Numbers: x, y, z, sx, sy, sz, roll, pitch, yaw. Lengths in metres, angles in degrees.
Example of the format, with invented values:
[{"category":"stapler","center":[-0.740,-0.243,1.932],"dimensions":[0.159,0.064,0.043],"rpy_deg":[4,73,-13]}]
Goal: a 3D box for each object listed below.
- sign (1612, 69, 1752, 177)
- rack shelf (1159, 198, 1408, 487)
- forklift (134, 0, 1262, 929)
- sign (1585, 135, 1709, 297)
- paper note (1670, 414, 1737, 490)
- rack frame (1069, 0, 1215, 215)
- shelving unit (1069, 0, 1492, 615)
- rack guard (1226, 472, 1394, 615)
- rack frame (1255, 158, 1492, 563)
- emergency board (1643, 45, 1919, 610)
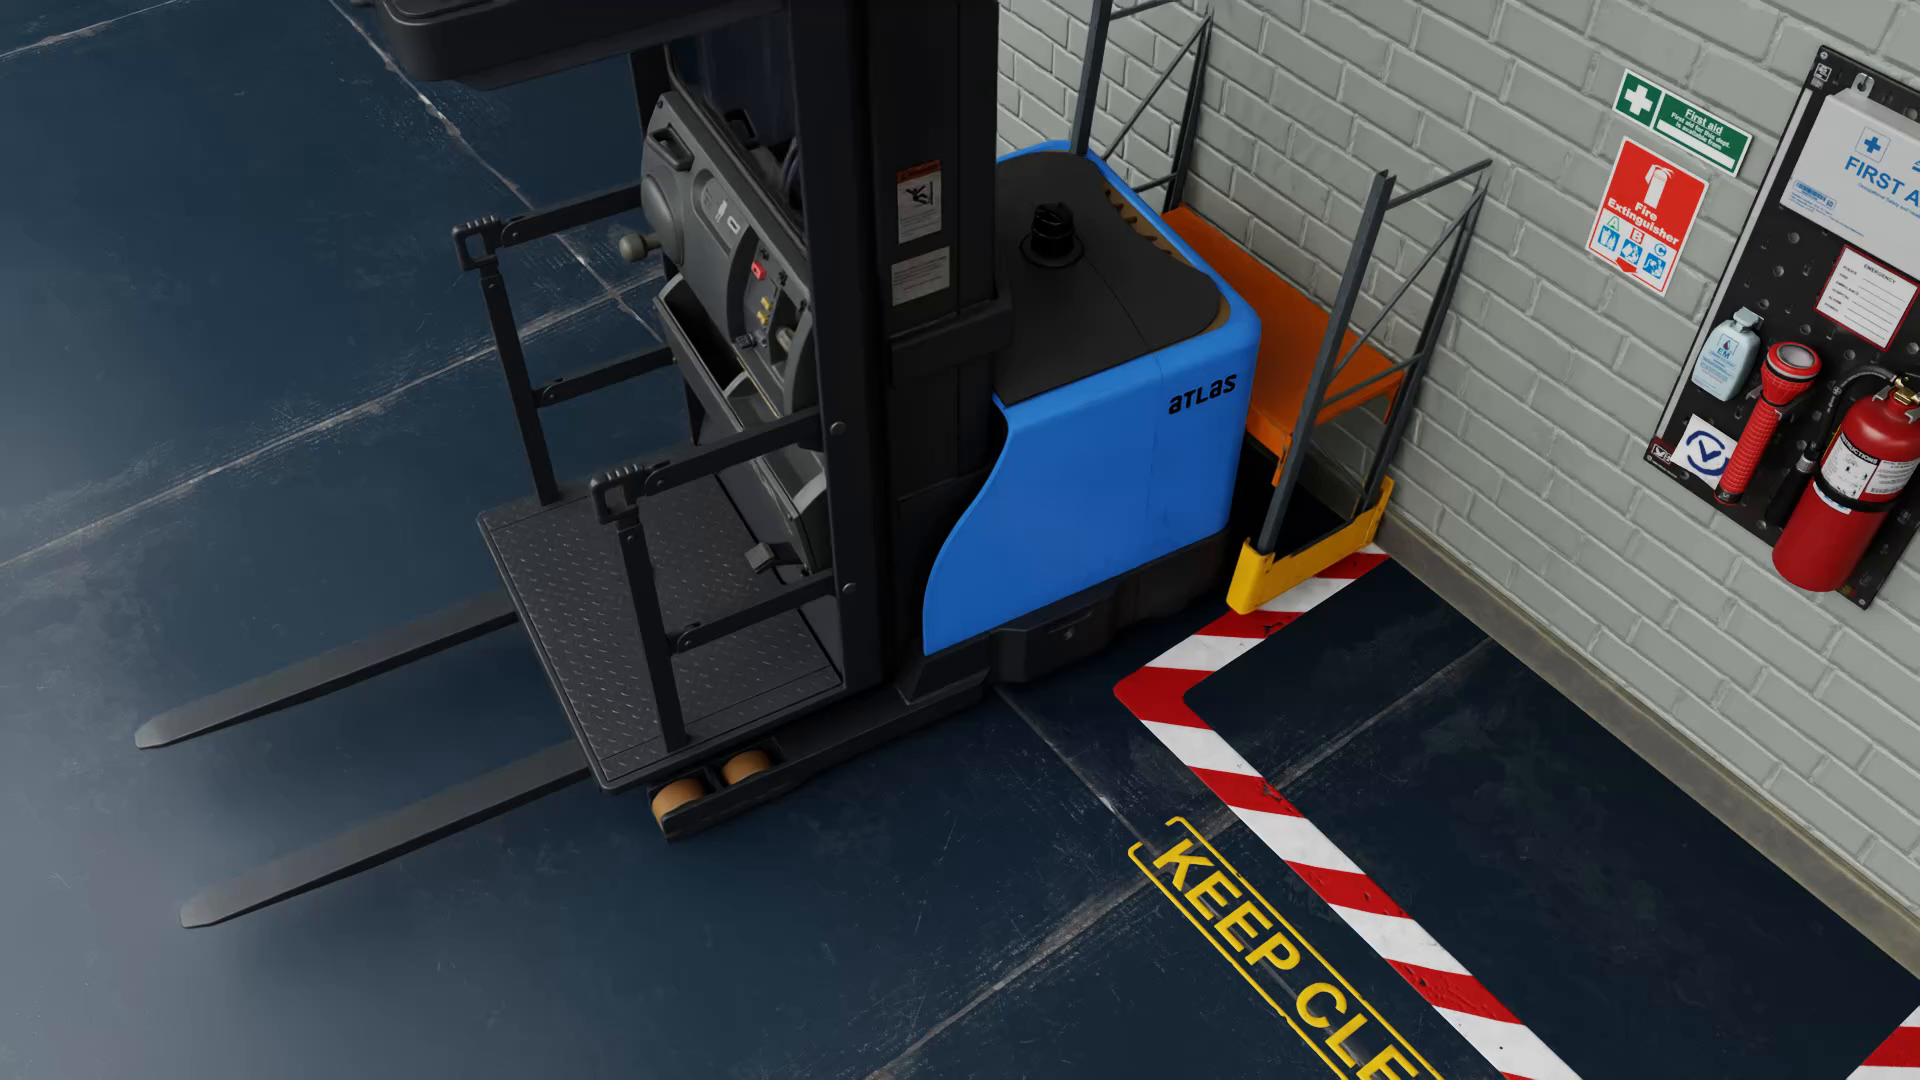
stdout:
[{"category":"sign","center":[1.594,-0.925,3.682],"dimensions":[0.001,0.109,0.331],"rpy_deg":[-29,54,-24]},{"category":"rack shelf","center":[0.790,-0.614,4.944],"dimensions":[0.538,0.185,1.000],"rpy_deg":[-26,54,-28]},{"category":"forklift","center":[-0.735,-0.631,3.844],"dimensions":[3.031,2.935,1.130],"rpy_deg":[-22,51,-19]},{"category":"sign","center":[1.598,-0.753,3.884],"dimensions":[0.001,0.329,0.234],"rpy_deg":[-29,54,-24]},{"category":"paper note","center":[1.799,-0.209,4.009],"dimensions":[0.016,0.148,0.142],"rpy_deg":[-29,54,-24]},{"category":"rack frame","center":[0.499,-1.049,5.076],"dimensions":[0.500,1.500,0.032],"rpy_deg":[-26,54,-28]},{"category":"shelving unit","center":[0.812,-0.733,4.811],"dimensions":[0.587,1.500,1.083],"rpy_deg":[-26,54,-28]},{"category":"rack guard","center":[1.055,0.004,5.003],"dimensions":[0.587,0.250,0.087],"rpy_deg":[-26,54,-28]},{"category":"rack frame","center":[1.114,-0.428,4.555],"dimensions":[0.500,1.500,0.032],"rpy_deg":[-26,54,-28]},{"category":"emergency board","center":[1.851,-0.369,3.560],"dimensions":[0.194,1.169,0.643],"rpy_deg":[-29,54,-24]}]
